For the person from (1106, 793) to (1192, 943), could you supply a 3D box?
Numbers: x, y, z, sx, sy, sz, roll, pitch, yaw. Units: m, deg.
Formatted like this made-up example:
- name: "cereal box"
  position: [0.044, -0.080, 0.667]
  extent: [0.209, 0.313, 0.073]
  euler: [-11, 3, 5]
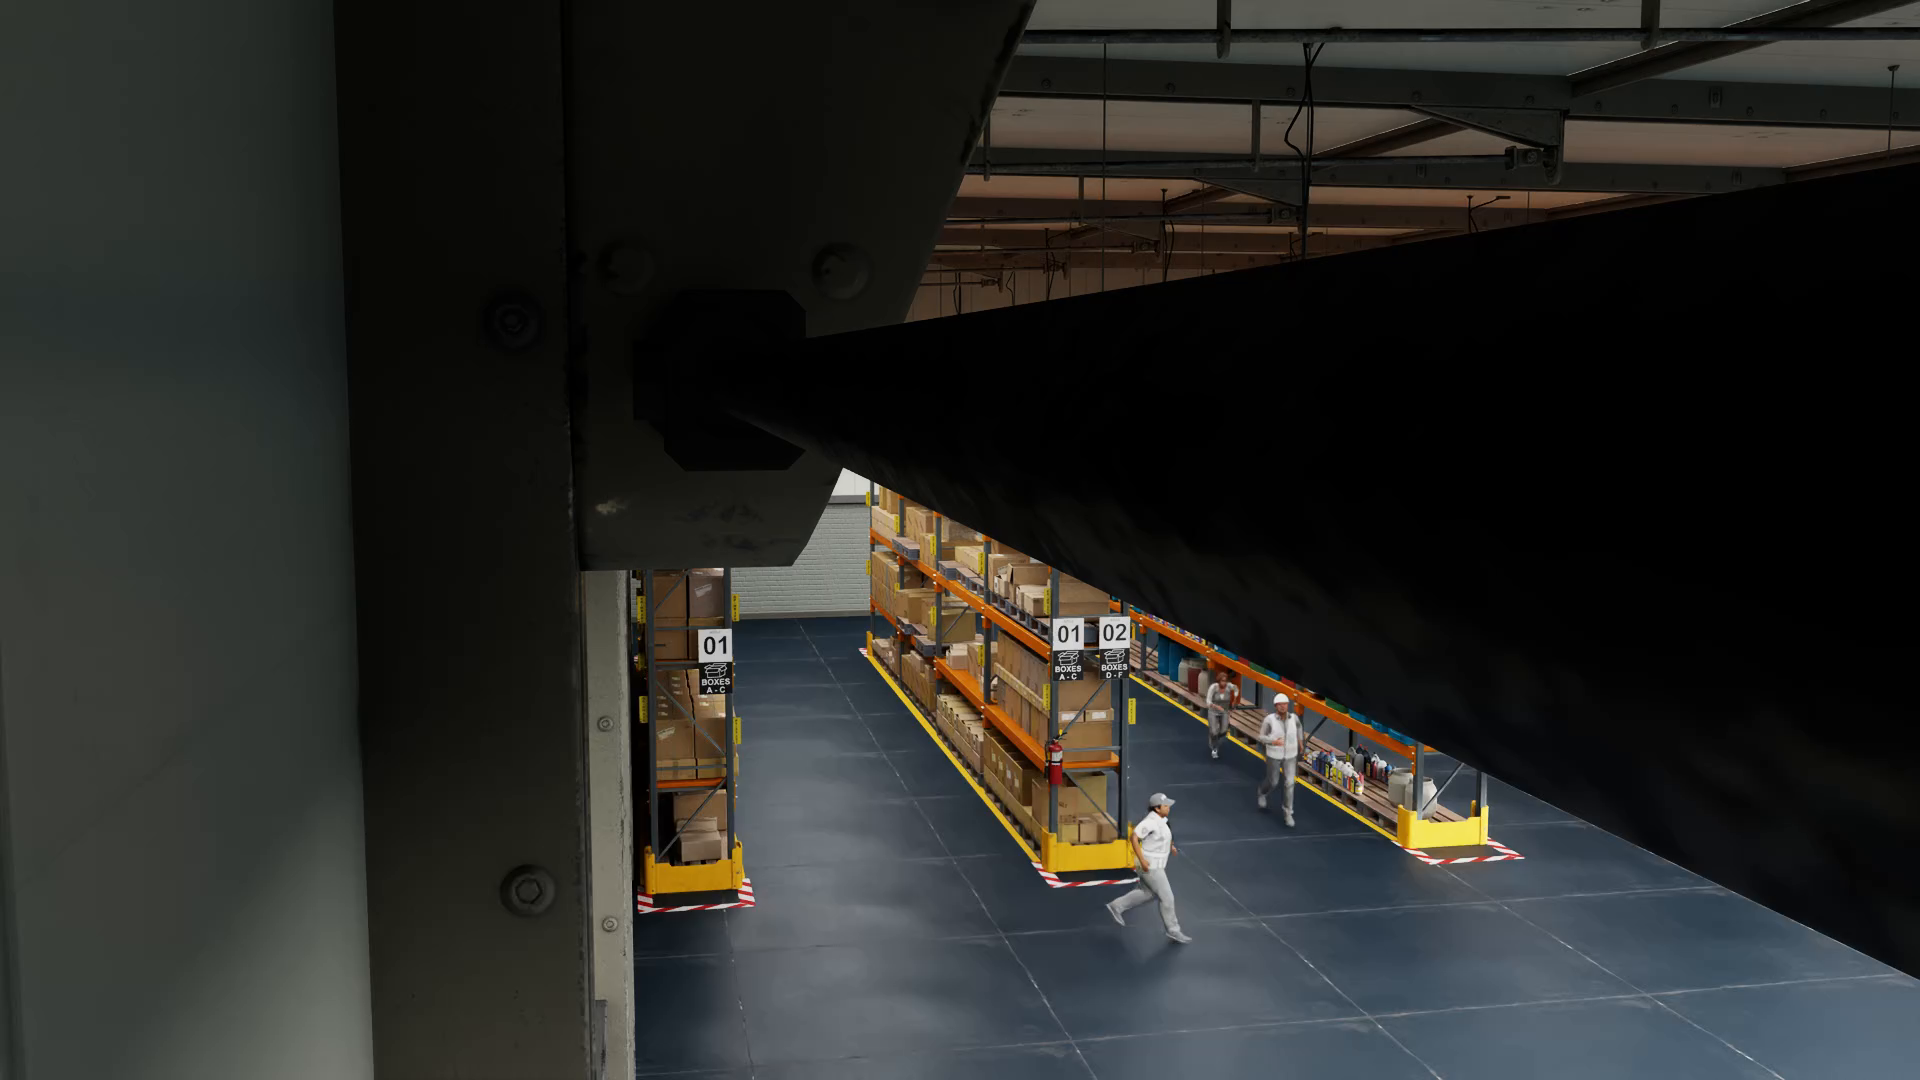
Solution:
- name: "person"
  position: [2.104, 3.603, 18.359]
  extent: [0.926, 1.668, 0.629]
  euler: [2, 6, 16]

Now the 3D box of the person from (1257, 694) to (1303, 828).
- name: "person"
  position: [4.485, 3.023, 23.261]
  extent: [0.668, 1.792, 0.938]
  euler: [0, 6, -4]

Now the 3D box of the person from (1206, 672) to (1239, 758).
- name: "person"
  position: [4.229, 2.823, 26.763]
  extent: [0.569, 1.467, 0.760]
  euler: [0, 6, -4]
